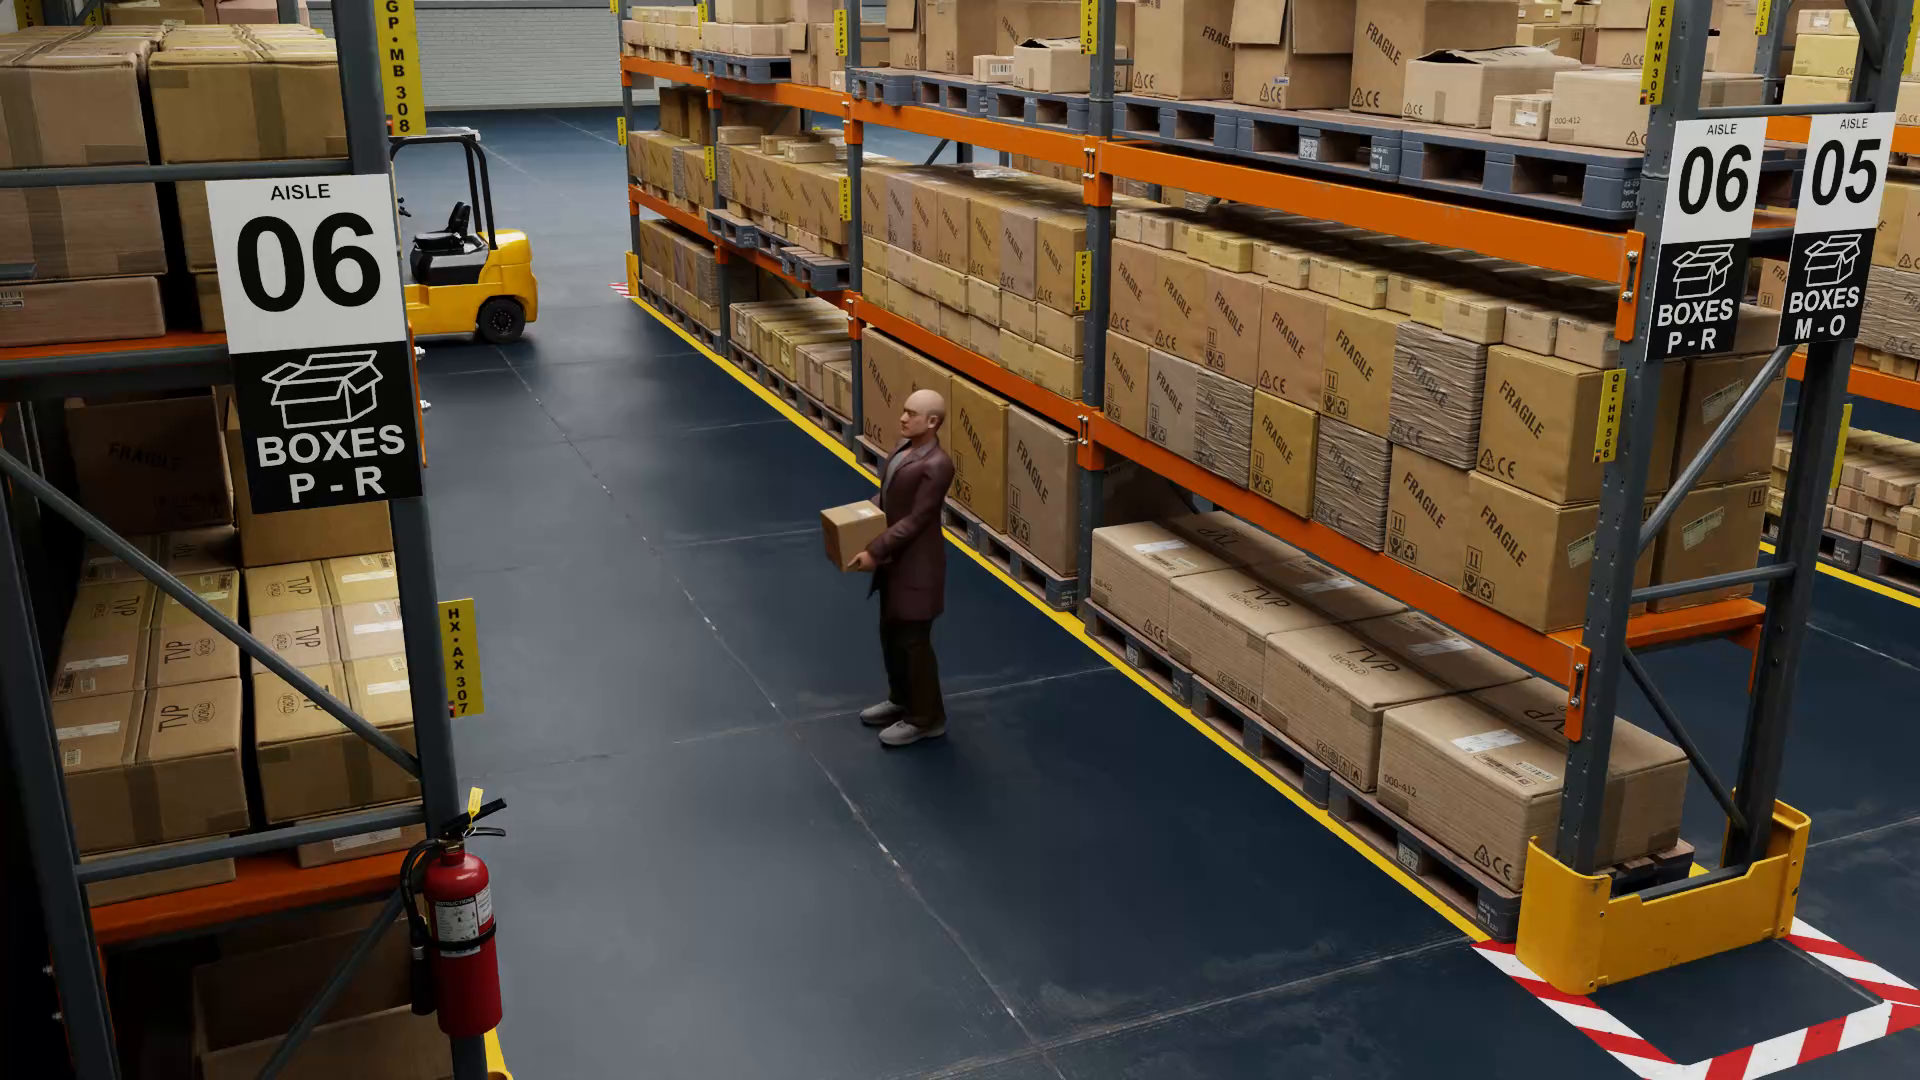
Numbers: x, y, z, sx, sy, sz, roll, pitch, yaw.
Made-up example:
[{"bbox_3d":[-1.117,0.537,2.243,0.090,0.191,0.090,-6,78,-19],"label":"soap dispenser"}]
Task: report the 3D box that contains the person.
[{"bbox_3d":[-0.332,0.136,8.188,0.555,1.769,0.530,-8,20,-22],"label":"person"}]
